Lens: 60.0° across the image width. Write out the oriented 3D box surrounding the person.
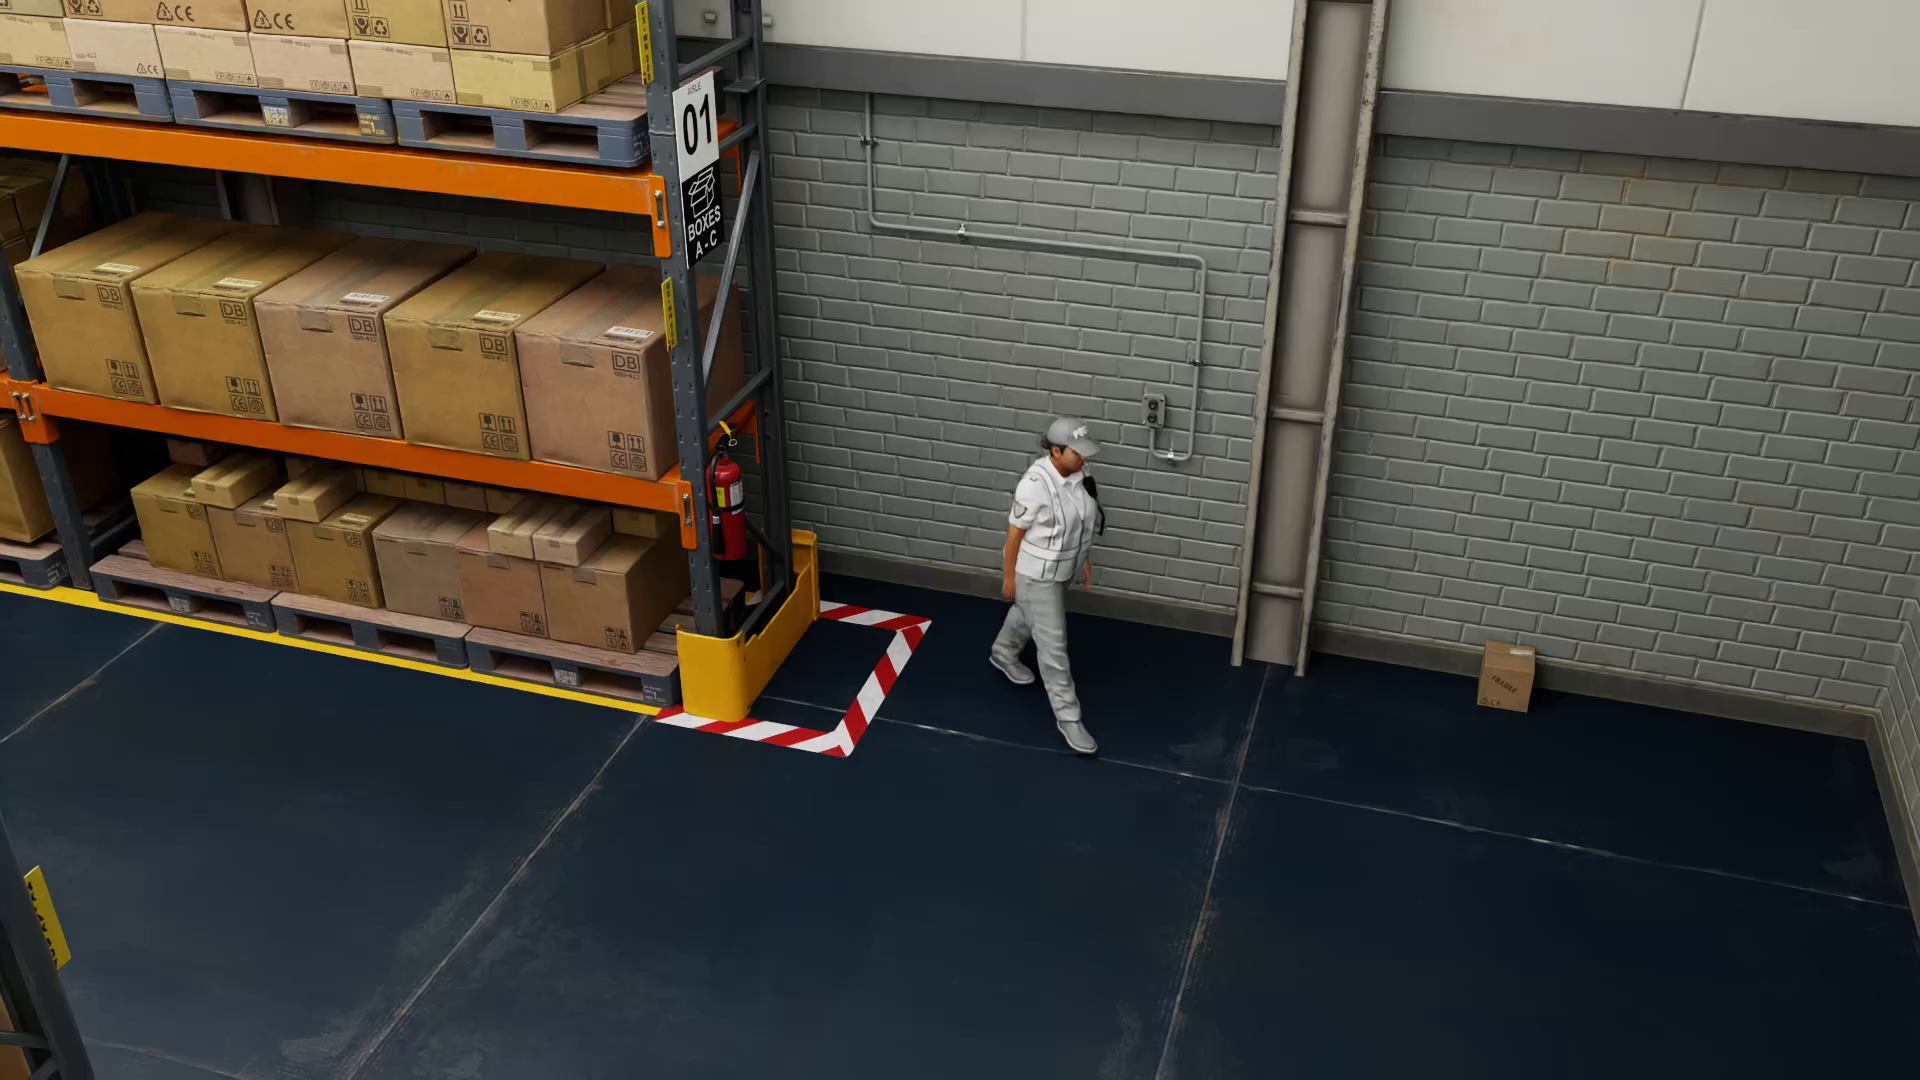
[{"bbox_3d":[0.461,0.138,8.223,0.898,1.614,0.548,22,36,33],"label":"person"}]
